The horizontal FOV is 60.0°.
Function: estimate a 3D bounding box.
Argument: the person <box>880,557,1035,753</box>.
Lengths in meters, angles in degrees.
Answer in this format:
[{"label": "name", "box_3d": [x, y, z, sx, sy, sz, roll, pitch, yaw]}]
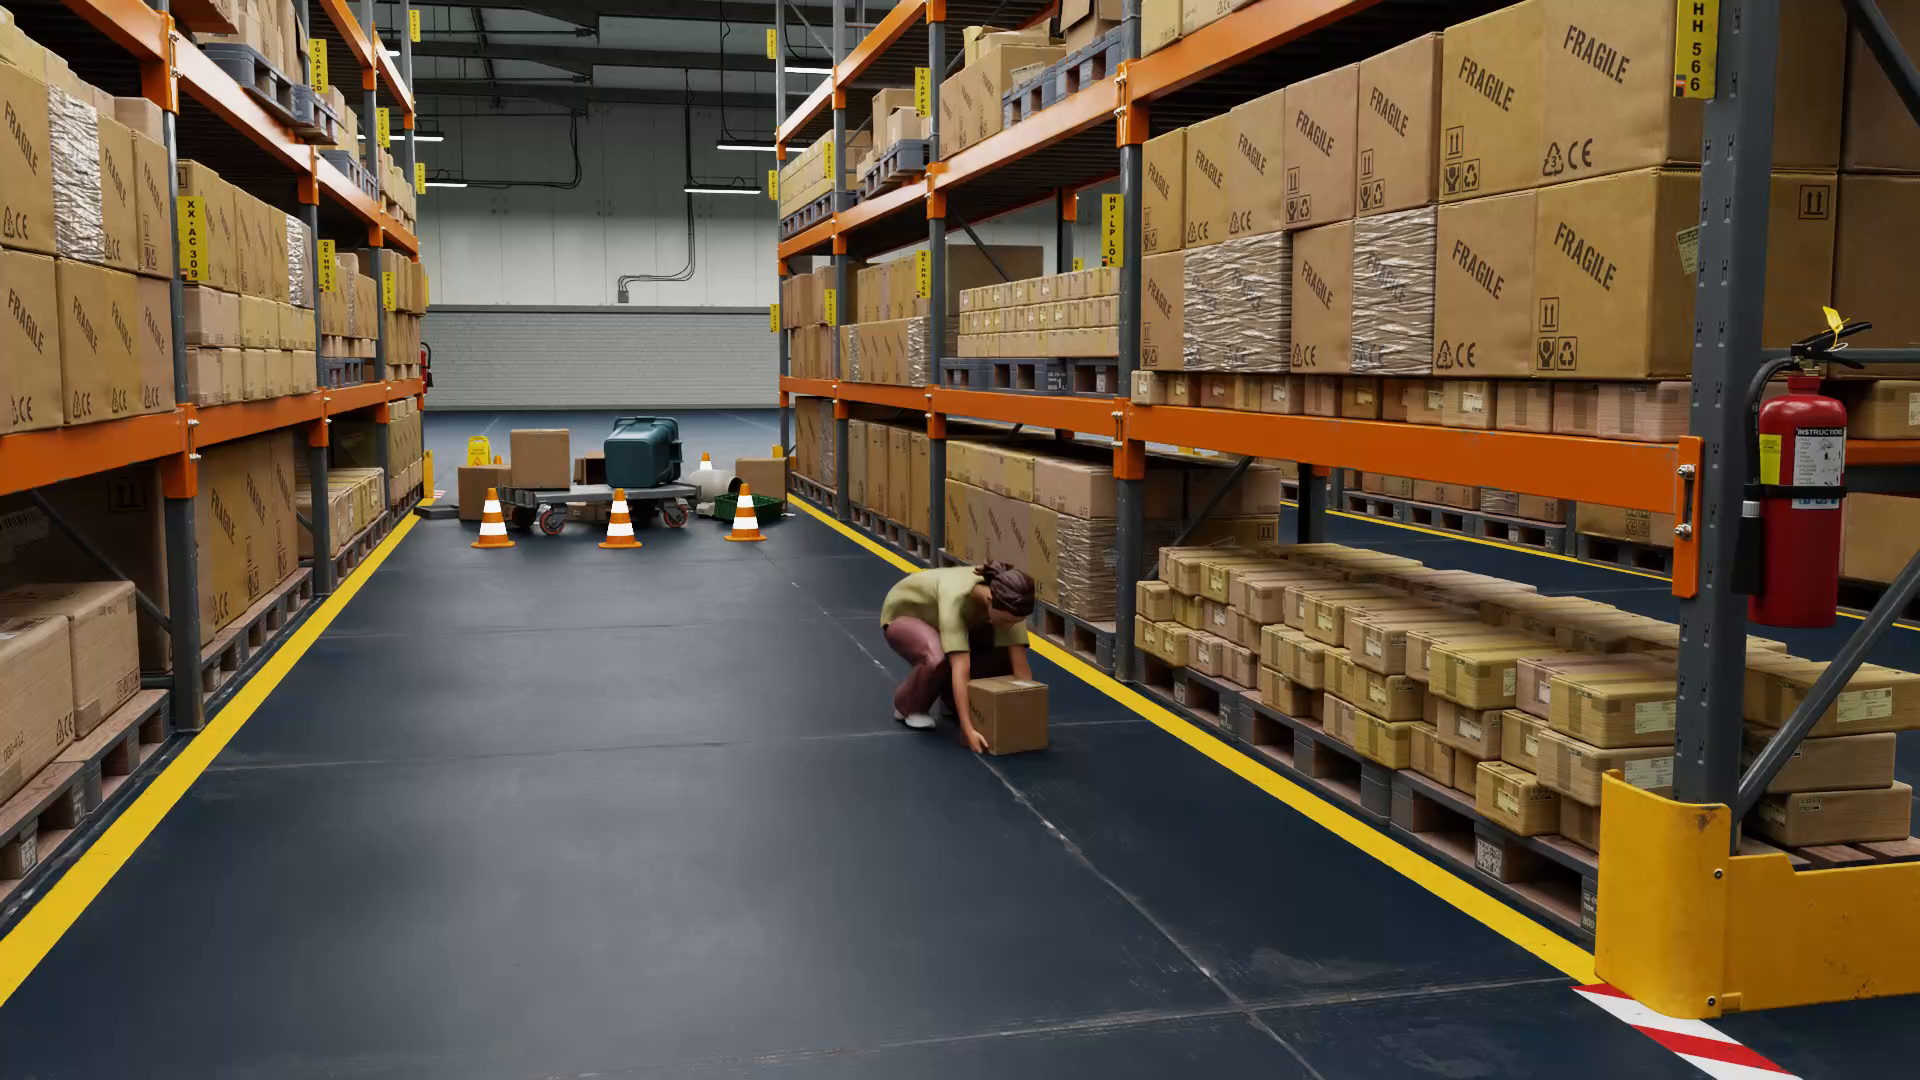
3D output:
[{"label": "person", "box_3d": [0.018, 0.436, 6.755, 0.467, 0.779, 0.864, -4, 7, -34]}]
